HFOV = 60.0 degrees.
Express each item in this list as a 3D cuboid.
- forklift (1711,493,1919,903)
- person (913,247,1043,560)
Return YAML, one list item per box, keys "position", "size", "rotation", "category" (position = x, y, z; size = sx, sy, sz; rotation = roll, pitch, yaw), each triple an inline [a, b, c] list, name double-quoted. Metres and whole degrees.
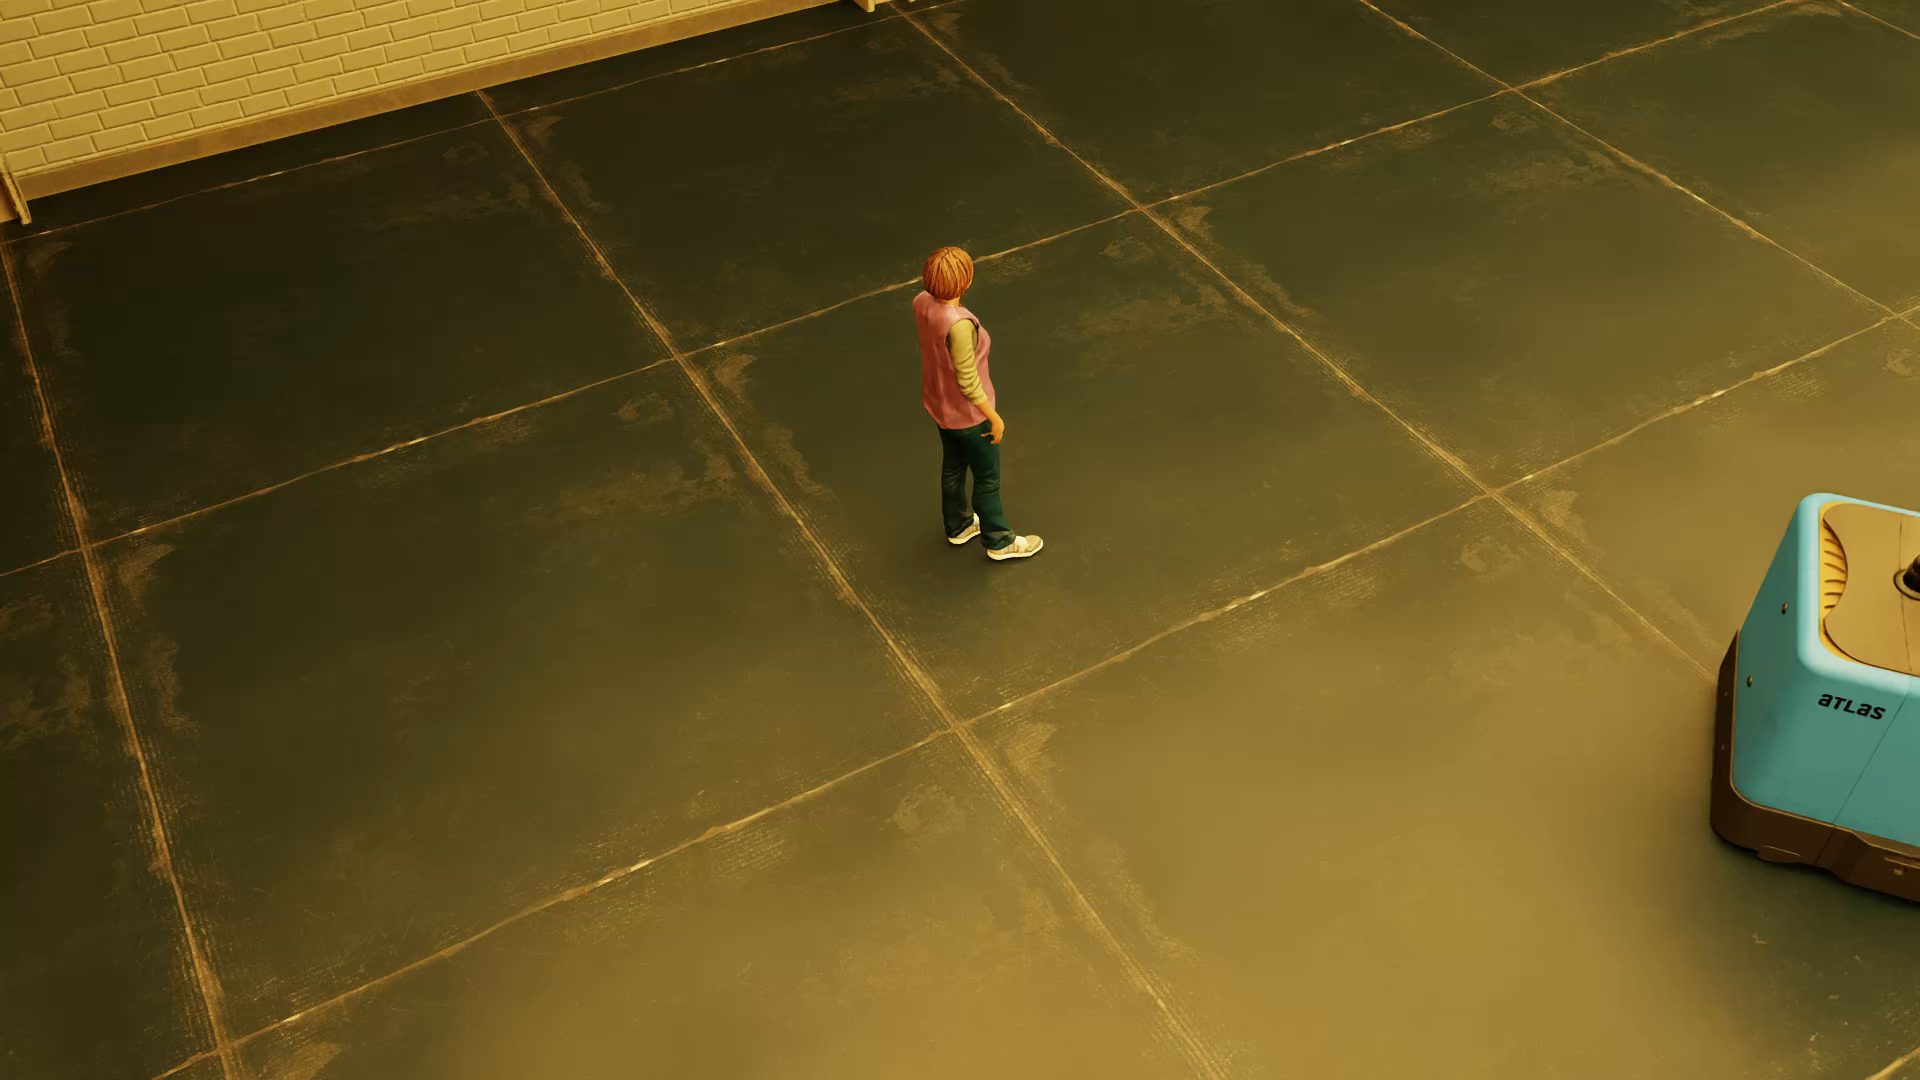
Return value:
- position: [4.529, 0.171, 5.513]
  size: [3.031, 2.935, 1.130]
  rotation: [14, 45, 15]
  category: "forklift"
- position: [0.072, -0.608, 7.323]
  size: [0.473, 1.599, 0.520]
  rotation: [-21, 47, -21]
  category: "person"
